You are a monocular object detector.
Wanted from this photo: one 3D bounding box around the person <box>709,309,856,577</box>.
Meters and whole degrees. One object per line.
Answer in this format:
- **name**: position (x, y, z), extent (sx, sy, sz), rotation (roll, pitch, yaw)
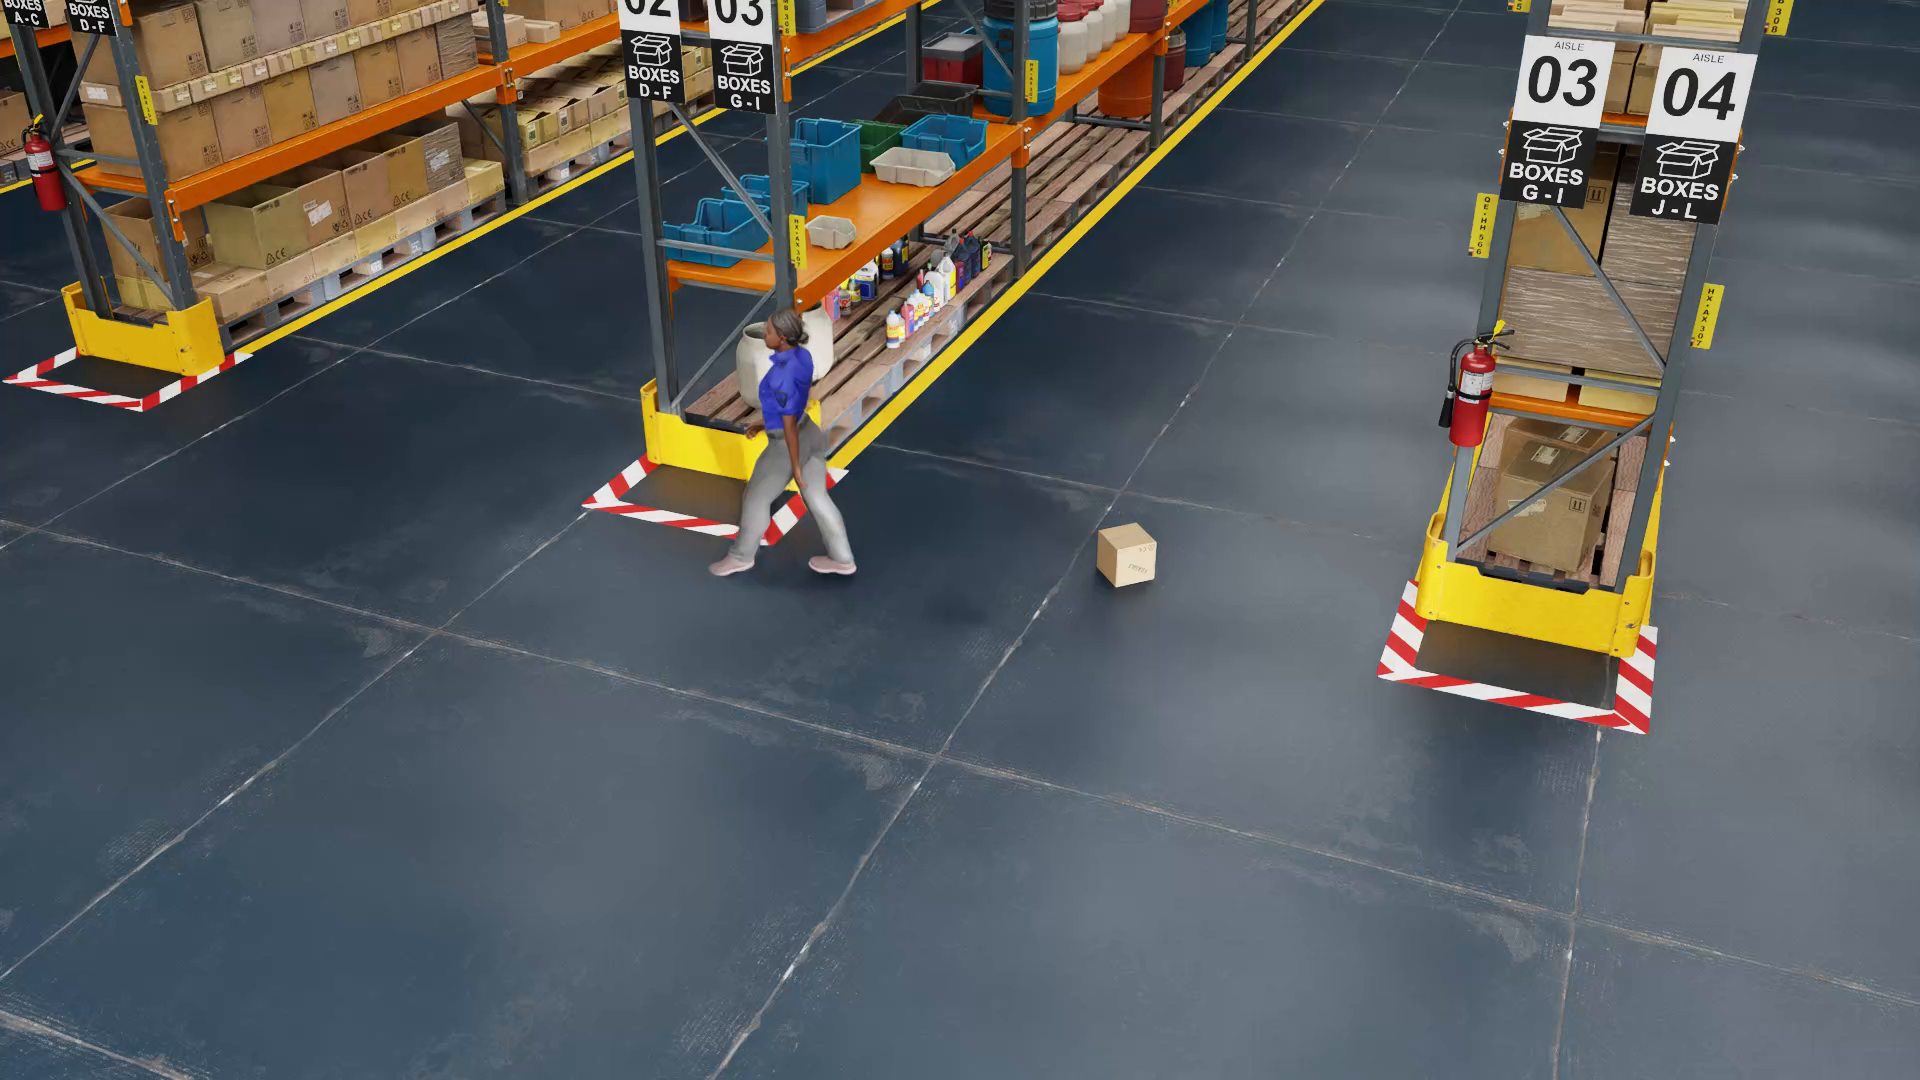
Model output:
- **person**: position (-1.027, -0.525, 9.319), extent (0.855, 1.656, 0.457), rotation (9, 31, 15)
